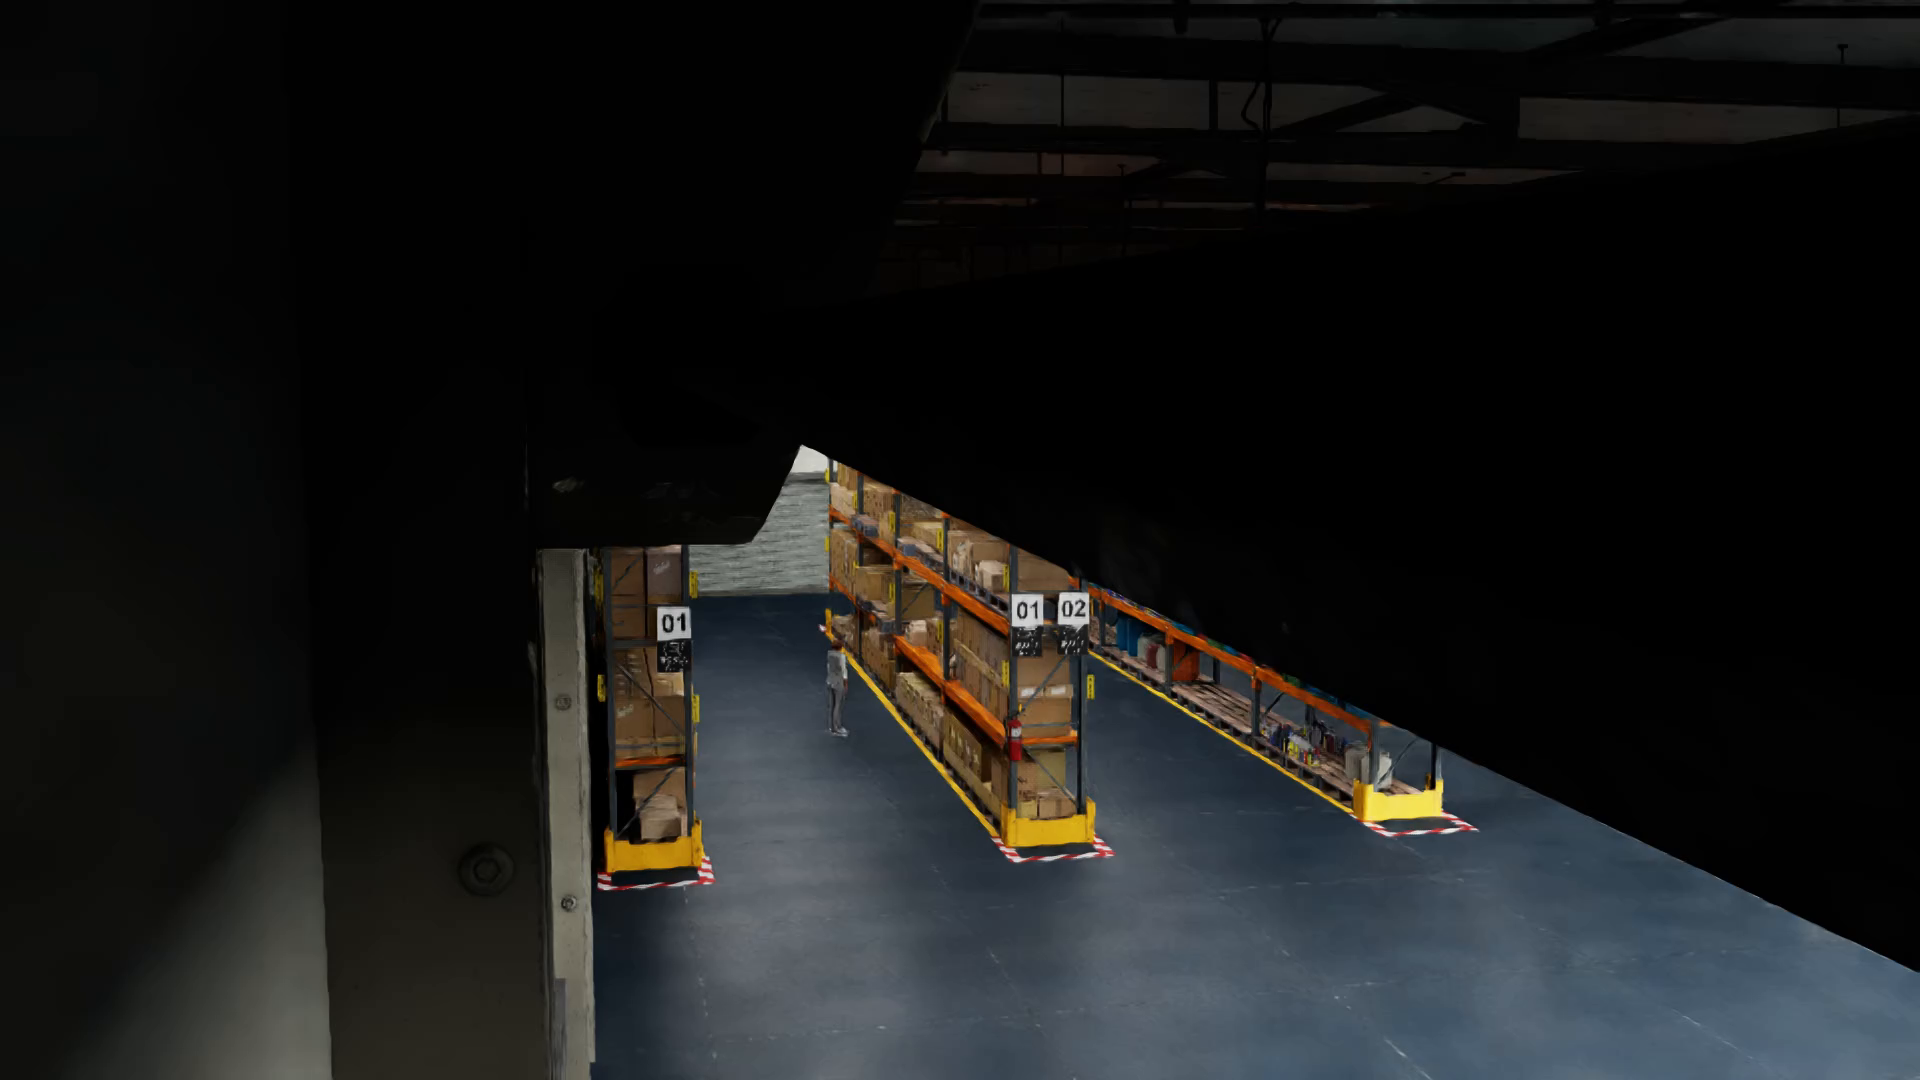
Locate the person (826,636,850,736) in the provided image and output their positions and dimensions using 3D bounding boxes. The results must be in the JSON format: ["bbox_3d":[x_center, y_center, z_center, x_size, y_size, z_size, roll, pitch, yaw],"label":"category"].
[{"bbox_3d":[-1.966,2.343,26.850,0.401,1.599,0.465,-7,9,-44],"label":"person"}]
